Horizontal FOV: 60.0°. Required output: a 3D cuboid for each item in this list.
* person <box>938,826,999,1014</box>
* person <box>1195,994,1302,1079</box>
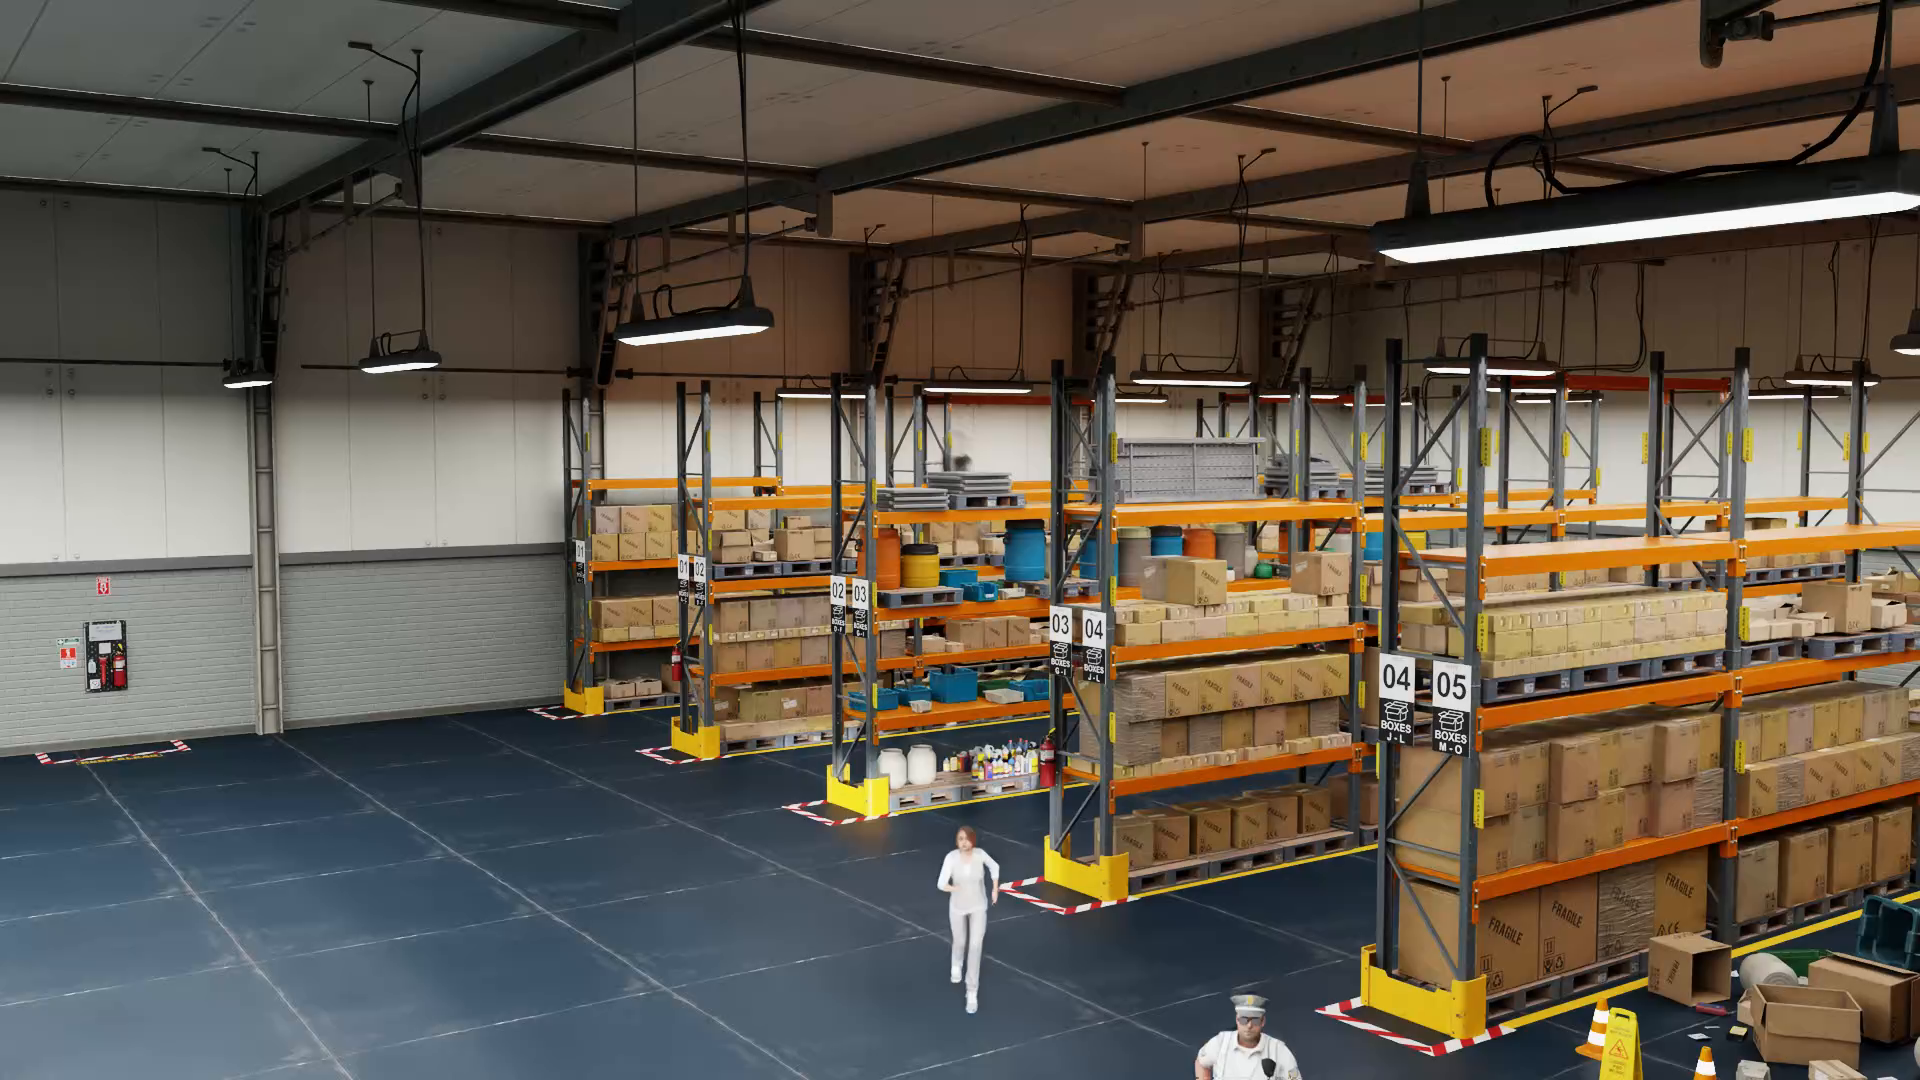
[{"bbox_3d":[0.079,3.390,15.180,0.548,1.628,0.851,0,4,3],"label":"person"},{"bbox_3d":[1.736,3.608,10.023,0.660,1.771,0.895,1,4,10],"label":"person"}]
